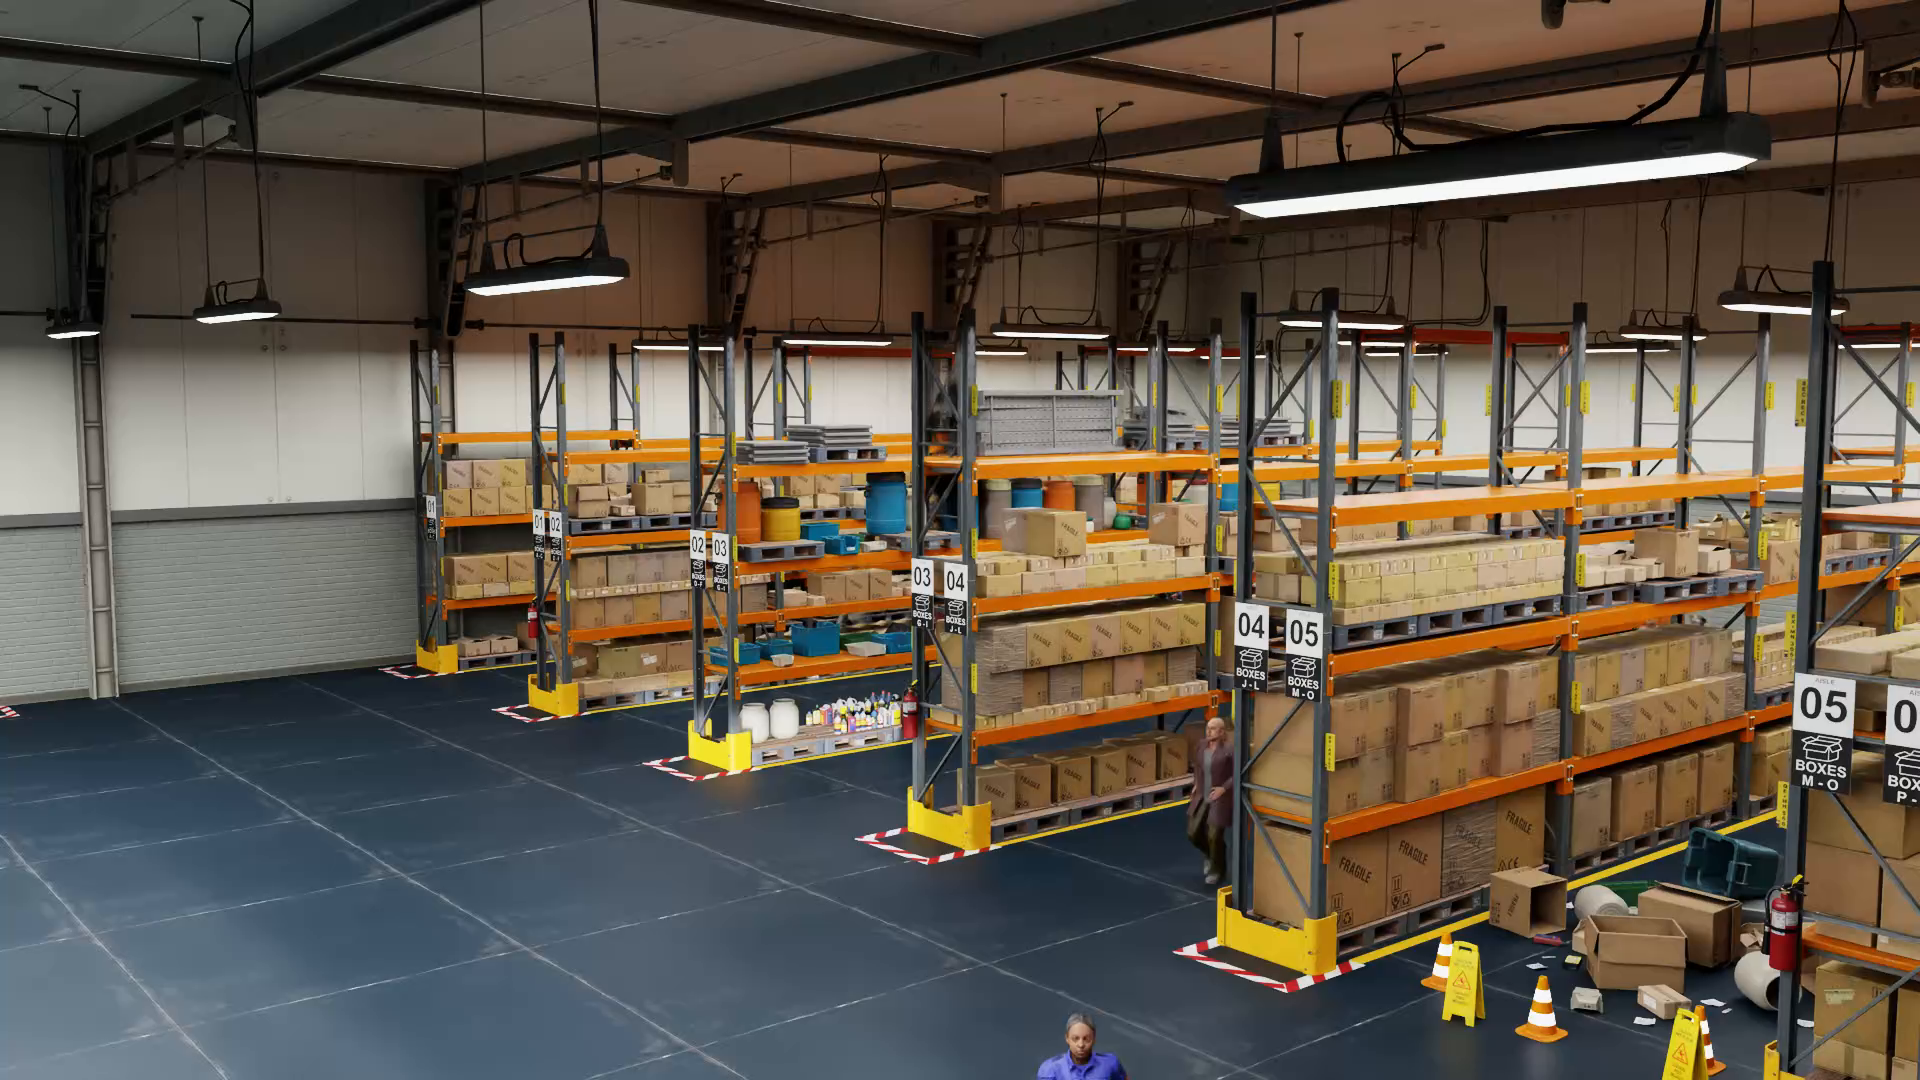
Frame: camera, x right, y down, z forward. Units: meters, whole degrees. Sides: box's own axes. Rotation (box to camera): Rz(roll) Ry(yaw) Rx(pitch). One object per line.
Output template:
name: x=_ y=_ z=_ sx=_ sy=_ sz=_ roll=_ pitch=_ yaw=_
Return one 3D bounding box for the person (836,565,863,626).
person: x=-2.098 y=1.292 z=31.954 sx=0.695 sy=1.781 sz=1.045 roll=5 pitch=7 yaw=43

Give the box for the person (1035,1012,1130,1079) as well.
person: x=0.669 y=3.456 z=9.344 sx=0.604 sy=1.663 sz=0.900 roll=0 pitch=5 yaw=1

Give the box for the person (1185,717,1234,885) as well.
person: x=2.626 y=2.711 z=17.232 sx=0.722 sy=1.731 sz=0.628 roll=5 pitch=7 yaw=41

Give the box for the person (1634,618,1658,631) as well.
person: x=10.487 y=1.938 z=25.277 sx=0.743 sy=1.824 sz=0.640 roll=-5 pitch=7 yaw=-41

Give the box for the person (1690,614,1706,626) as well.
person: x=11.436 y=1.963 z=25.785 sx=0.574 sy=1.655 sz=0.652 roll=-5 pitch=7 yaw=-45
